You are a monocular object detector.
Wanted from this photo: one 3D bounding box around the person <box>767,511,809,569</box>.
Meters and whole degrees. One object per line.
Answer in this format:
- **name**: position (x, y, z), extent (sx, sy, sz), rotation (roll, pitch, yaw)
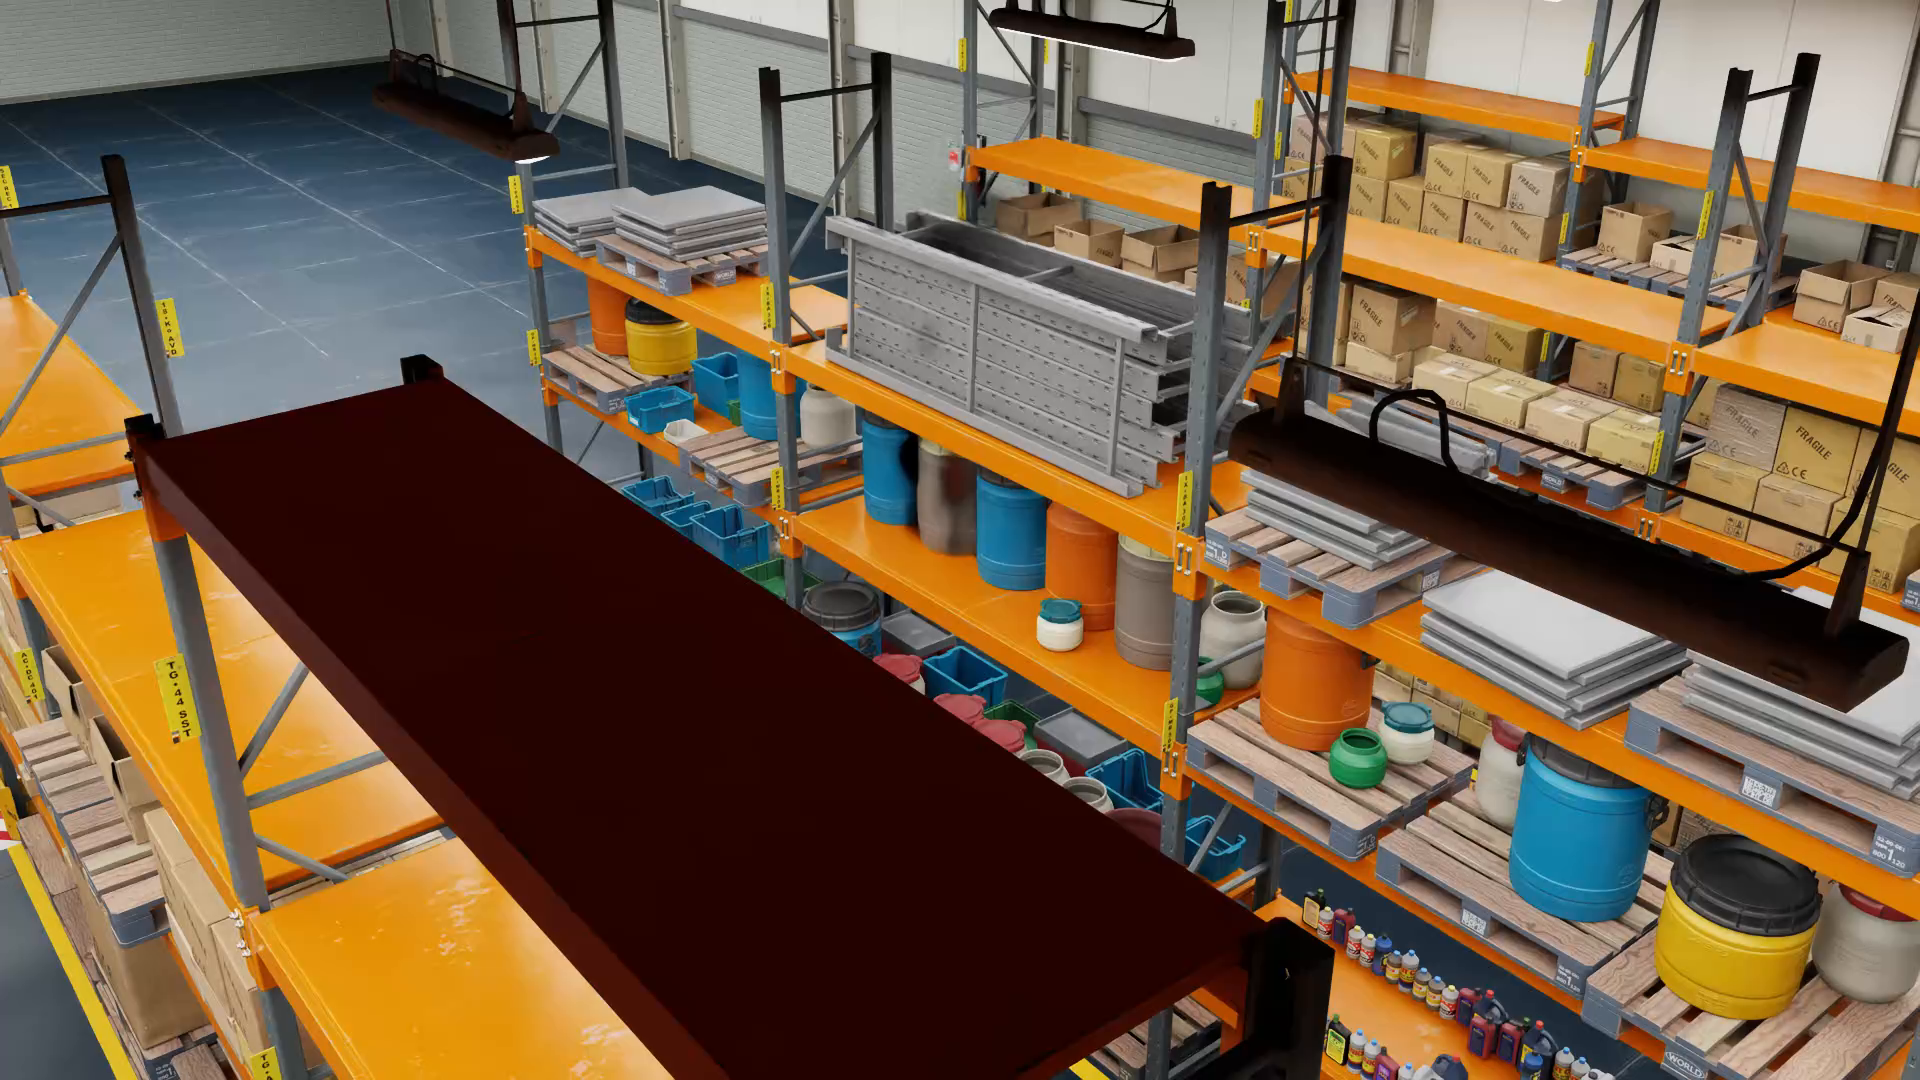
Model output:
- **person**: position (-1.700, -0.017, 16.386), extent (0.691, 1.643, 0.584), rotation (17, 31, 32)
